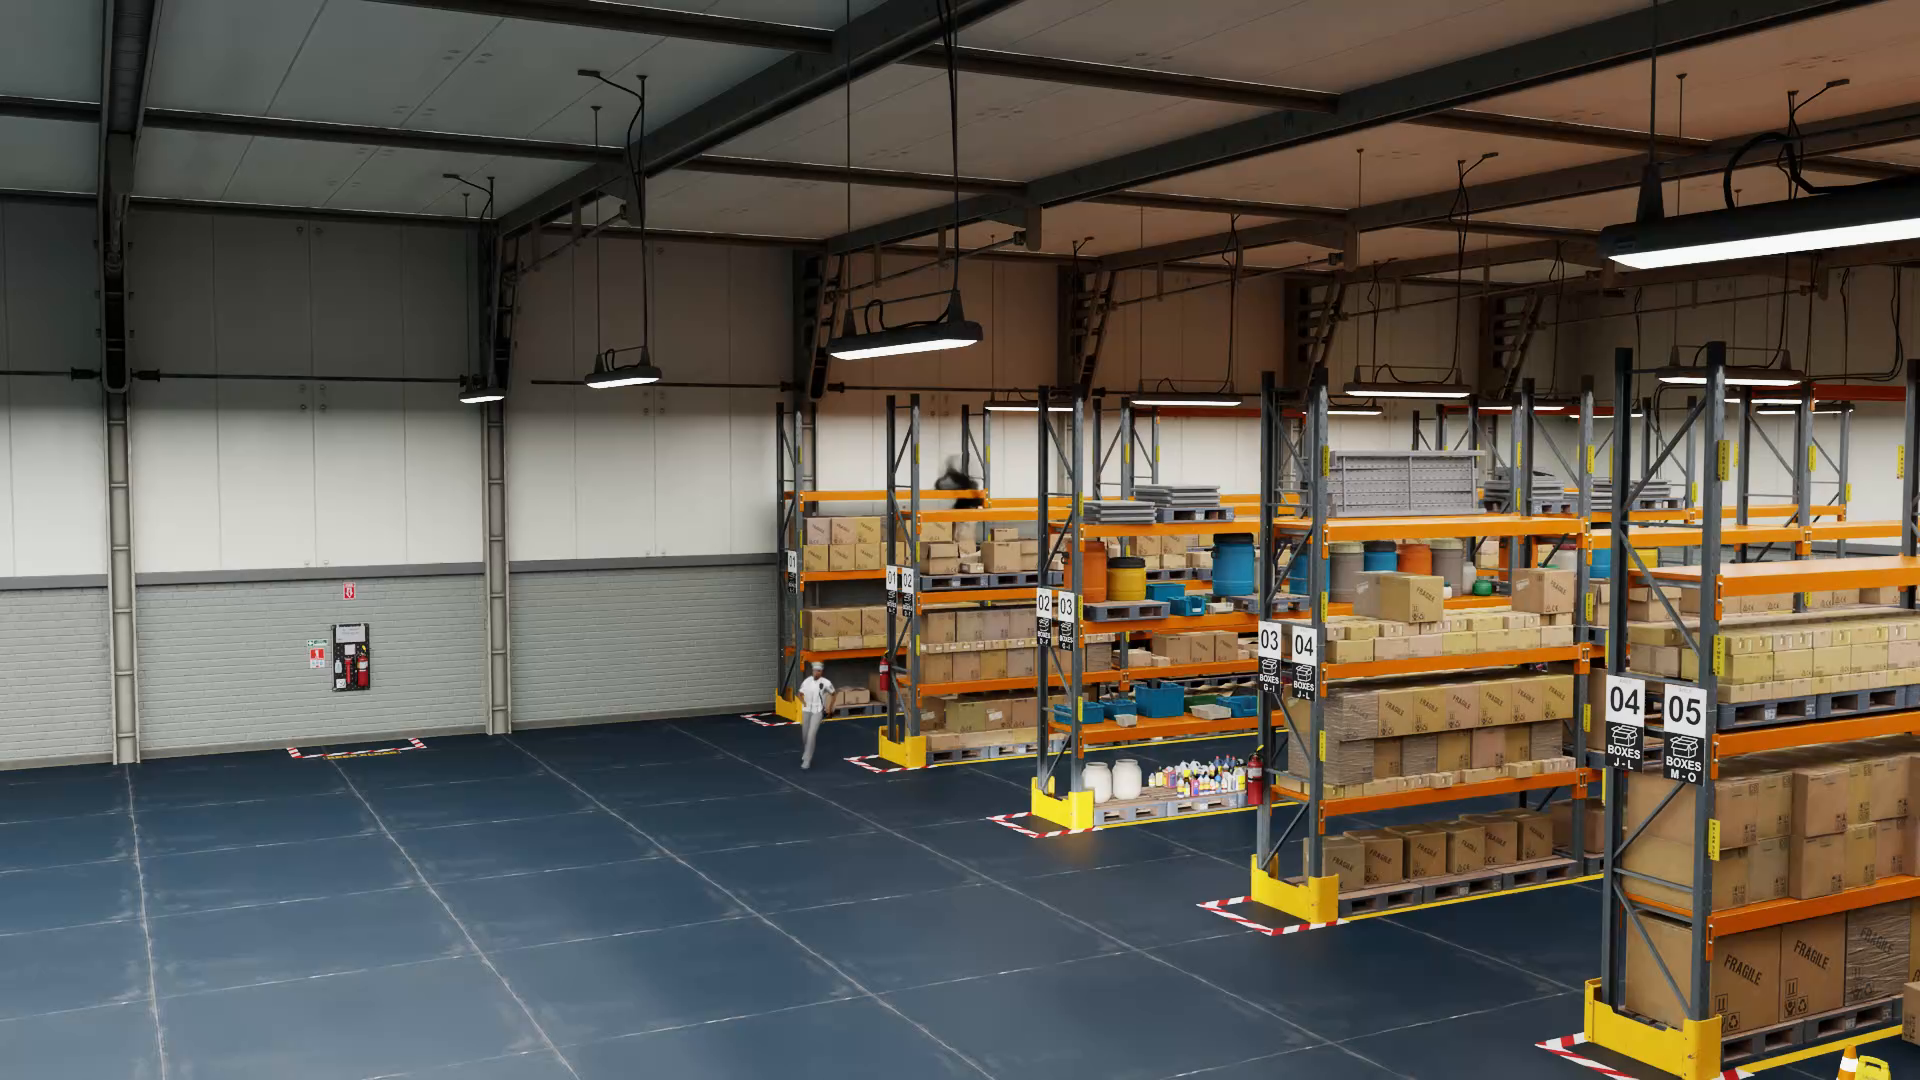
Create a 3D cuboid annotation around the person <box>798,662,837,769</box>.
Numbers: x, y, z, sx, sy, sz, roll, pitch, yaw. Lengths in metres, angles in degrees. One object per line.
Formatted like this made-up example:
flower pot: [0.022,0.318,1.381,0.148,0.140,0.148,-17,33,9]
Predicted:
person: [-2.332,2.795,26.889,0.627,1.687,0.855,1,3,12]
